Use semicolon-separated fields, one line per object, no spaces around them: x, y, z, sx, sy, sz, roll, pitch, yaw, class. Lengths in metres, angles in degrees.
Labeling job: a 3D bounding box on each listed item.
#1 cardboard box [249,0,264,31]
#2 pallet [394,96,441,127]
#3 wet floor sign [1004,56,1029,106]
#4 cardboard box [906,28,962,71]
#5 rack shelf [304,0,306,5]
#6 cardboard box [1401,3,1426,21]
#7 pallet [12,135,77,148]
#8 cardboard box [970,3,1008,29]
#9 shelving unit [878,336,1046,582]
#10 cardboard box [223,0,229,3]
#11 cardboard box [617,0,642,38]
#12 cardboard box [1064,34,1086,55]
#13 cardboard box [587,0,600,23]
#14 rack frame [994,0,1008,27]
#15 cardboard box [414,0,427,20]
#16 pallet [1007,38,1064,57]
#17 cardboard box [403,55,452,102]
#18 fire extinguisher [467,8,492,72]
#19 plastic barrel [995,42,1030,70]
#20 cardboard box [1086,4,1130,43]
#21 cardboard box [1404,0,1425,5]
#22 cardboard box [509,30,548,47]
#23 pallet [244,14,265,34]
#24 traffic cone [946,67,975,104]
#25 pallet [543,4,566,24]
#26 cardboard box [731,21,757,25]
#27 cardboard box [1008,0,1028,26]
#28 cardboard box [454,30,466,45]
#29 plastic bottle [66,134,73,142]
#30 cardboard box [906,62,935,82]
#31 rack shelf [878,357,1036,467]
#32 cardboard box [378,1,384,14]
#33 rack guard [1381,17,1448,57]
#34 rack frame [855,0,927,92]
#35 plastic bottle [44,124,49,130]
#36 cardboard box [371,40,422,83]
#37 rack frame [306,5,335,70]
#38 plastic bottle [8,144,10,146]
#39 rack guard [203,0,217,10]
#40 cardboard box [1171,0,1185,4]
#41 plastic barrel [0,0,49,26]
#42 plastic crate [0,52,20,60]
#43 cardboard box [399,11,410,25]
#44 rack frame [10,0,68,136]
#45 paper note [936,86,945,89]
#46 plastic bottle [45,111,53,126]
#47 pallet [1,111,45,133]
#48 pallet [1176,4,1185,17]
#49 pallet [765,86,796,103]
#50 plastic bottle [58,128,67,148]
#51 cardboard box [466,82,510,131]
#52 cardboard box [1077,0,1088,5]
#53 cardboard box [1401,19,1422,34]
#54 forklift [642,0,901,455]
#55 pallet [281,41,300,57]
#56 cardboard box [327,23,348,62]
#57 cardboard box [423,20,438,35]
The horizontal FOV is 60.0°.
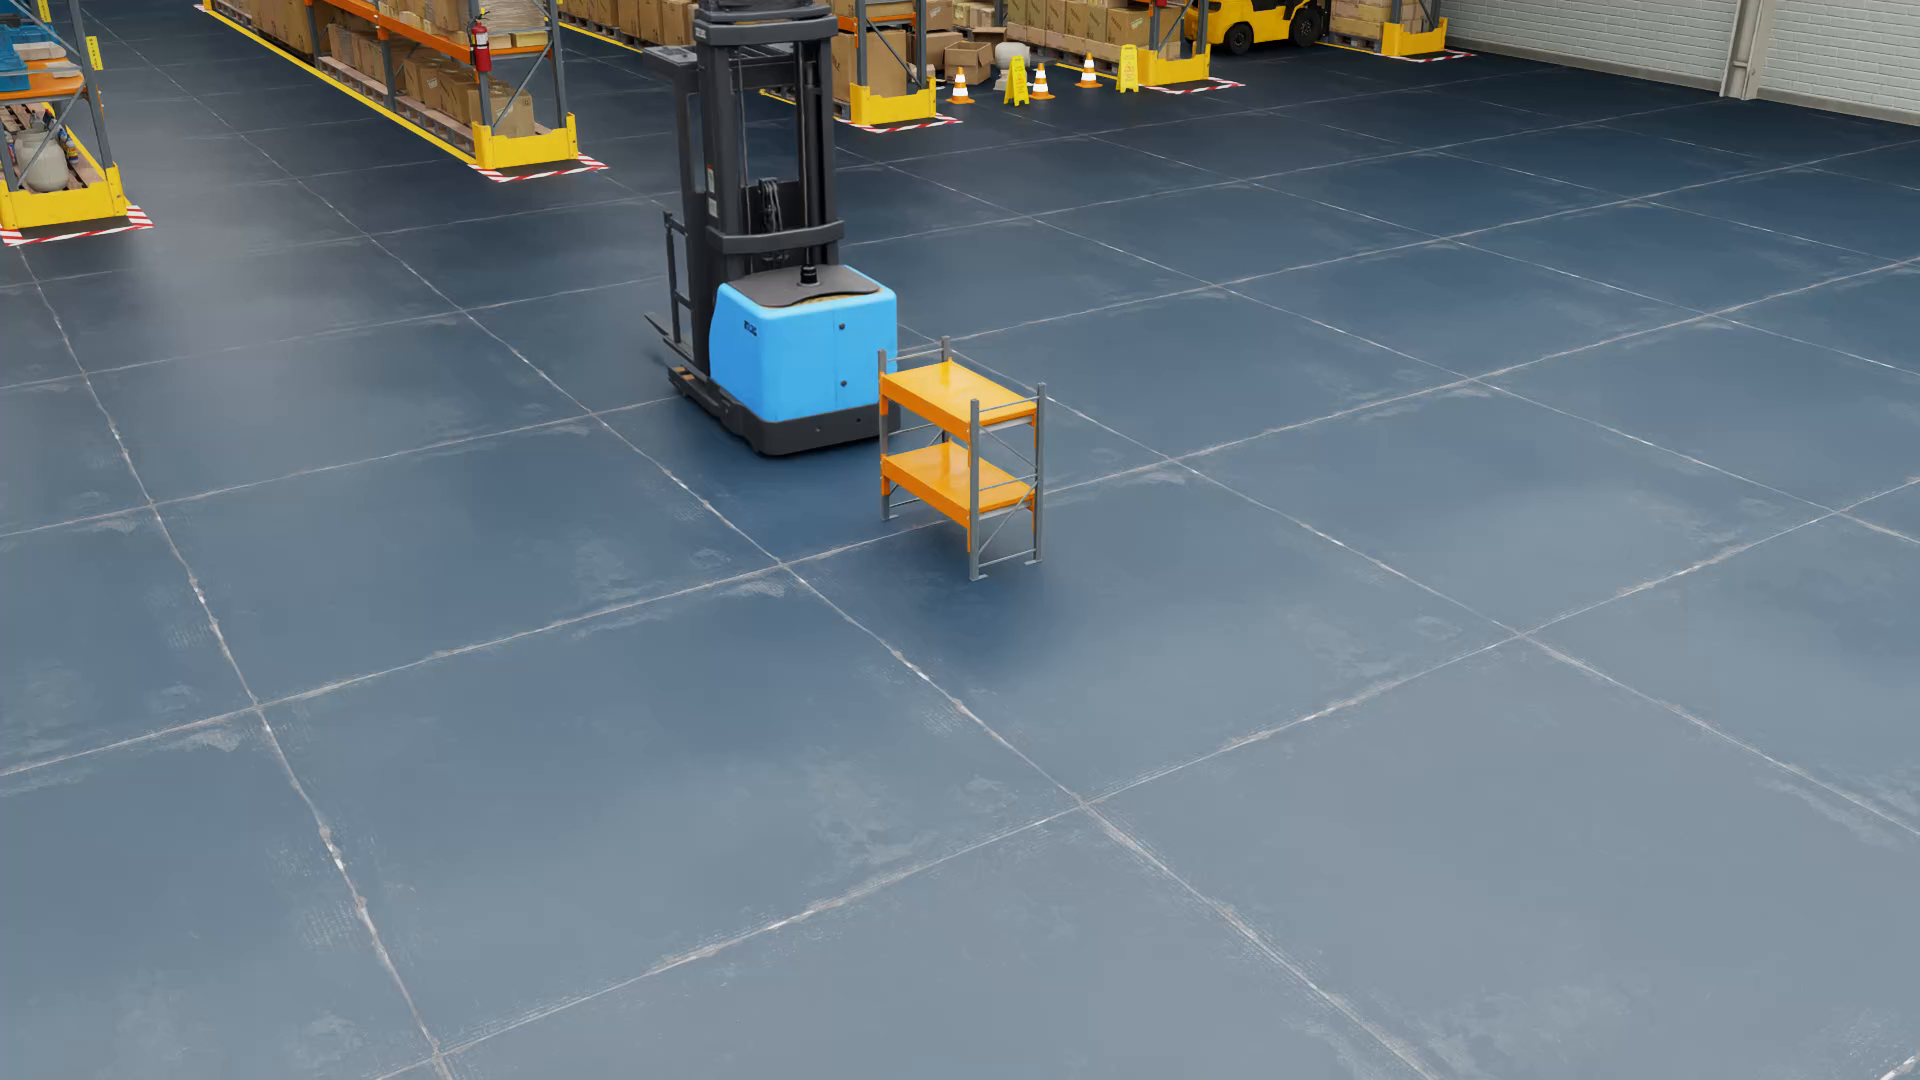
-11.288;-9.140;28.094;1.225;0.875;0.875;-15;29;-29;cardboard box
-6.891;-5.781;22.248;1.003;0.211;1.213;-16;29;-30;pallet
0.782;-6.349;22.943;0.267;0.644;0.232;-22;33;-38;wet floor sign
-0.398;-7.456;25.295;0.797;0.637;0.503;-16;29;-30;cardboard box
-10.562;-9.094;26.843;1.077;0.370;4.000;-16;29;-30;rack shelf
7.274;-8.700;27.308;0.500;0.250;0.500;-15;29;-29;cardboard box
-11.105;-4.608;19.765;1.003;0.211;1.213;-16;29;-30;pallet
0.728;-8.772;27.903;0.950;0.372;0.625;-15;29;-29;cardboard box
-0.004;-0.511;10.015;0.538;1.125;1.048;-16;29;-30;shelving unit
-13.421;-10.584;31.154;0.875;0.875;0.875;-16;29;-30;cardboard box
-5.002;-8.758;27.431;1.050;0.750;0.750;-16;30;-30;cardboard box
1.967;-7.698;25.772;0.500;0.250;0.500;-17;30;-31;cardboard box
-6.118;-9.245;28.755;0.500;0.500;0.500;-14;29;-28;cardboard box
1.016;-9.583;27.036;1.000;3.000;0.127;-16;29;-30;rack frame
-6.254;-6.747;20.563;0.875;0.500;0.500;-16;29;-30;cardboard box
1.413;-8.090;27.140;1.003;0.211;1.213;-16;29;-30;pallet
-7.102;-6.181;22.265;0.500;0.500;0.500;-17;30;-31;cardboard box
-5.427;-5.659;18.815;0.296;0.674;0.183;-16;29;-30;fire extinguisher
0.804;-7.373;25.373;0.512;0.421;0.421;3;25;6;plastic barrel
2.256;-7.850;25.215;0.500;0.500;0.500;-14;29;-28;cardboard box
7.253;-8.925;27.200;0.500;0.250;0.500;-16;30;-30;cardboard box
-5.059;-5.887;19.500;0.380;0.149;0.250;-16;29;-30;cardboard box
-12.004;-9.164;29.415;1.003;0.211;1.213;-16;29;-30;pallet
0.008;-6.336;23.130;0.336;0.463;0.334;-16;29;-30;traffic cone
-7.017;-9.716;30.583;1.003;0.211;1.213;-16;29;-30;pallet
-2.791;-7.381;24.369;0.875;0.875;0.875;-15;29;-29;cardboard box
1.112;-8.595;26.793;0.500;0.500;0.500;-14;29;-27;cardboard box
-5.747;-5.950;19.635;0.380;0.149;0.250;-16;29;-30;cardboard box
-10.090;-4.465;18.862;0.061;0.283;0.133;-15;29;-29;plastic bottle
-0.594;-6.971;24.706;0.396;0.266;0.258;-10;27;-21;cardboard box
-0.004;-0.776;9.890;0.538;0.278;1.000;-16;29;-30;rack shelf
-7.421;-7.013;21.886;0.380;0.149;0.250;-16;29;-30;cardboard box
7.370;-8.171;26.974;1.175;0.500;0.348;-16;29;-30;rack guard
-0.892;-6.963;21.485;1.000;3.000;0.127;-16;29;-30;rack frame
-10.634;-4.709;19.379;0.061;0.283;0.133;-16;29;-30;plastic bottle
-7.849;-6.742;23.430;0.700;0.500;0.500;-16;29;-30;cardboard box
-9.470;-8.704;25.175;1.000;3.000;0.127;-16;29;-30;rack frame
-10.830;-4.425;18.873;0.097;0.201;0.097;0;25;0;plastic bottle
-13.851;-10.444;31.788;1.175;0.500;0.348;-16;29;-30;rack guard
4.462;-10.320;30.888;0.875;0.625;0.625;-16;30;-30;cardboard box
-11.394;-6.555;20.034;0.600;0.901;0.708;-16;29;-30;plastic barrel
-10.127;-4.964;17.426;0.499;0.251;0.408;-16;29;-30;plastic crate
-6.890;-6.651;21.120;0.380;0.149;0.250;-16;29;-30;cardboard box
-11.437;-6.119;19.699;1.000;3.000;0.127;-16;29;-30;rack frame
-0.303;-6.561;24.114;0.144;0.017;0.142;-6;26;-12;paper note
-10.739;-4.889;19.679;0.144;0.351;0.185;-17;30;-32;plastic bottle
-11.898;-5.130;20.870;1.003;0.211;1.213;-16;29;-30;pallet
4.738;-9.735;30.623;1.003;0.211;1.213;-16;29;-30;pallet
-2.056;-6.405;23.571;1.003;0.211;1.213;-16;29;-30;pallet
-10.334;-4.606;19.173;0.097;0.271;0.097;0;25;0;plastic bottle
-5.785;-5.335;20.475;0.500;0.500;0.500;-8;26;-16;cardboard box
2.010;-8.258;25.320;0.380;0.149;0.250;-14;29;-27;cardboard box
7.252;-8.478;27.424;0.500;0.250;0.500;-15;29;-29;cardboard box
-1.572;-2.493;12.098;1.130;2.935;3.031;-13;28;-26;forklift
-10.500;-8.179;27.328;1.003;0.211;1.213;-16;29;-30;pallet
-9.088;-7.538;25.116;0.700;0.500;0.500;-17;30;-32;cardboard box
-6.339;-6.295;20.365;0.380;0.149;0.250;-16;29;-30;cardboard box
